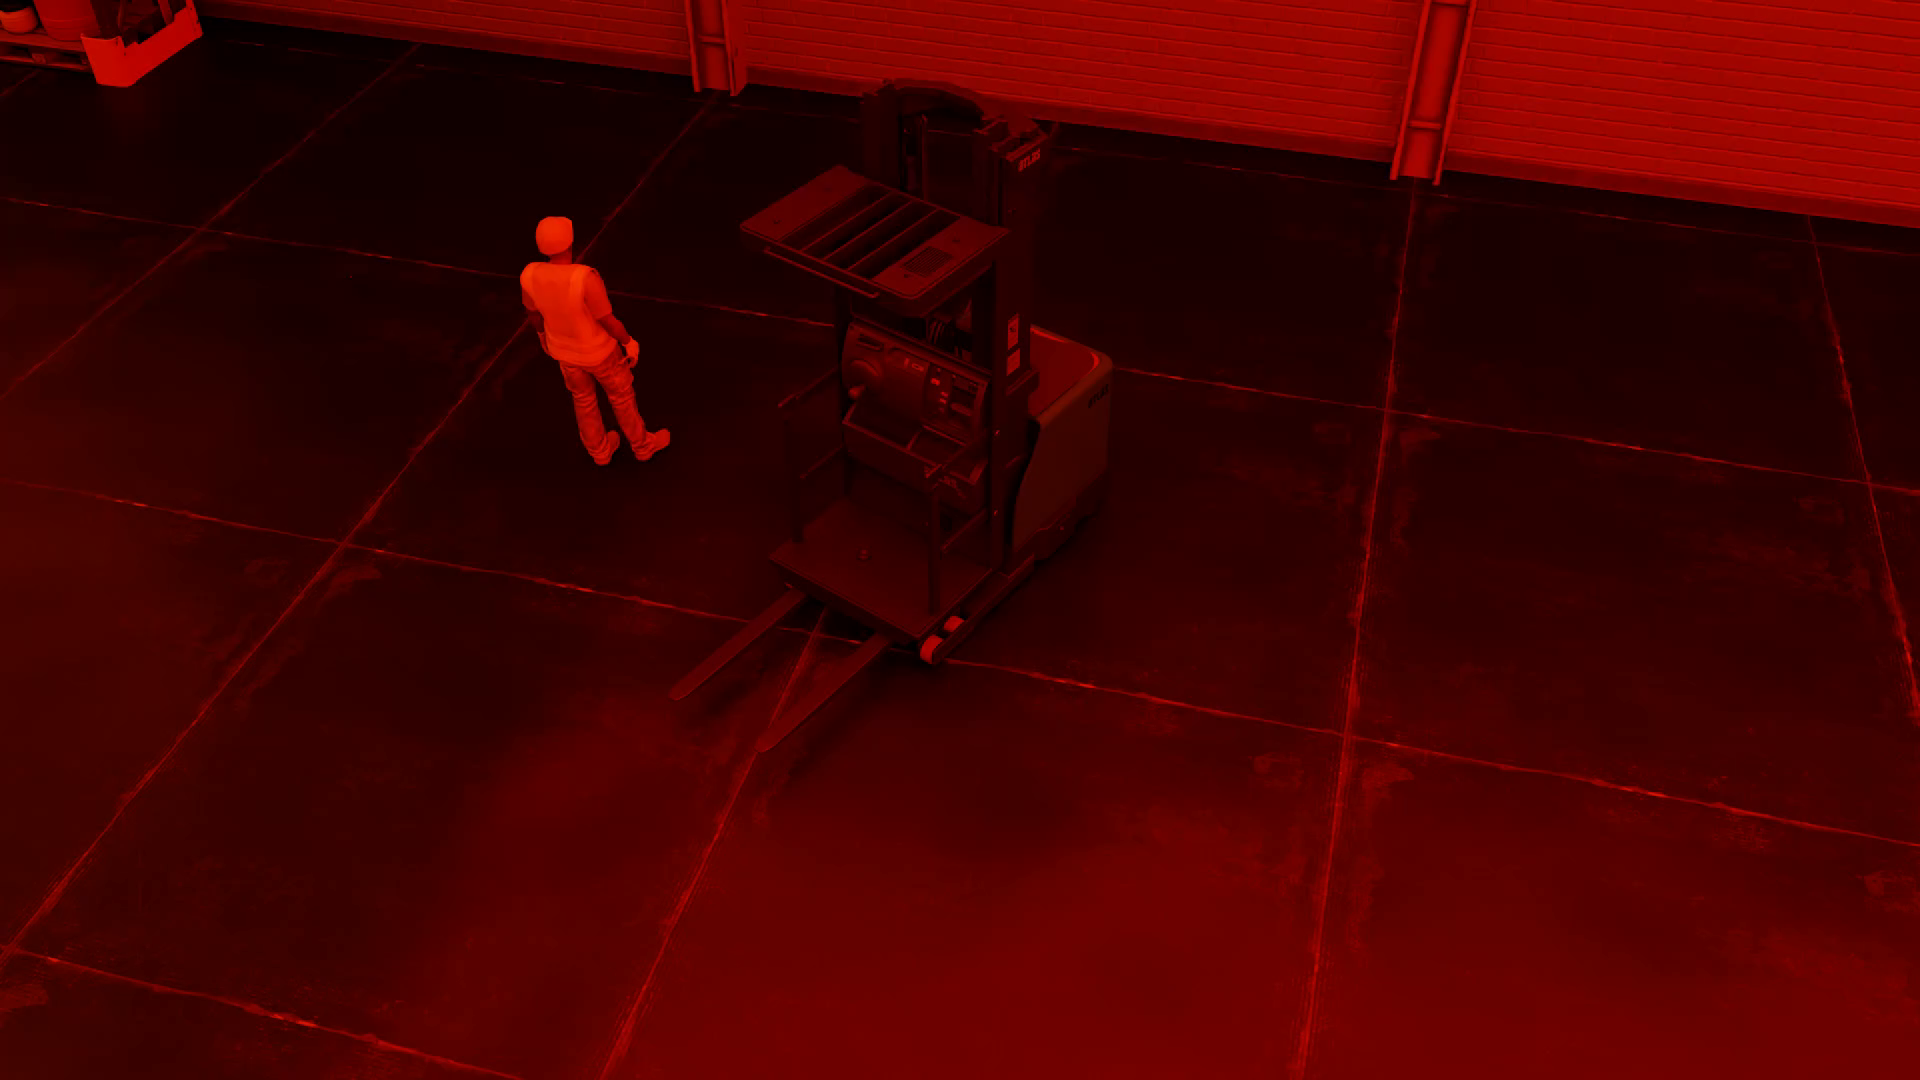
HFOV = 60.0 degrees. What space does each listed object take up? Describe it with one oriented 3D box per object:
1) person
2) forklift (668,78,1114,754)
[{"bbox_3d":[-2.245,-1.225,10.118,0.657,1.784,0.577,12,43,14],"label":"person"},{"bbox_3d":[-0.375,-0.773,8.743,1.130,2.935,3.031,26,48,27],"label":"forklift"}]
